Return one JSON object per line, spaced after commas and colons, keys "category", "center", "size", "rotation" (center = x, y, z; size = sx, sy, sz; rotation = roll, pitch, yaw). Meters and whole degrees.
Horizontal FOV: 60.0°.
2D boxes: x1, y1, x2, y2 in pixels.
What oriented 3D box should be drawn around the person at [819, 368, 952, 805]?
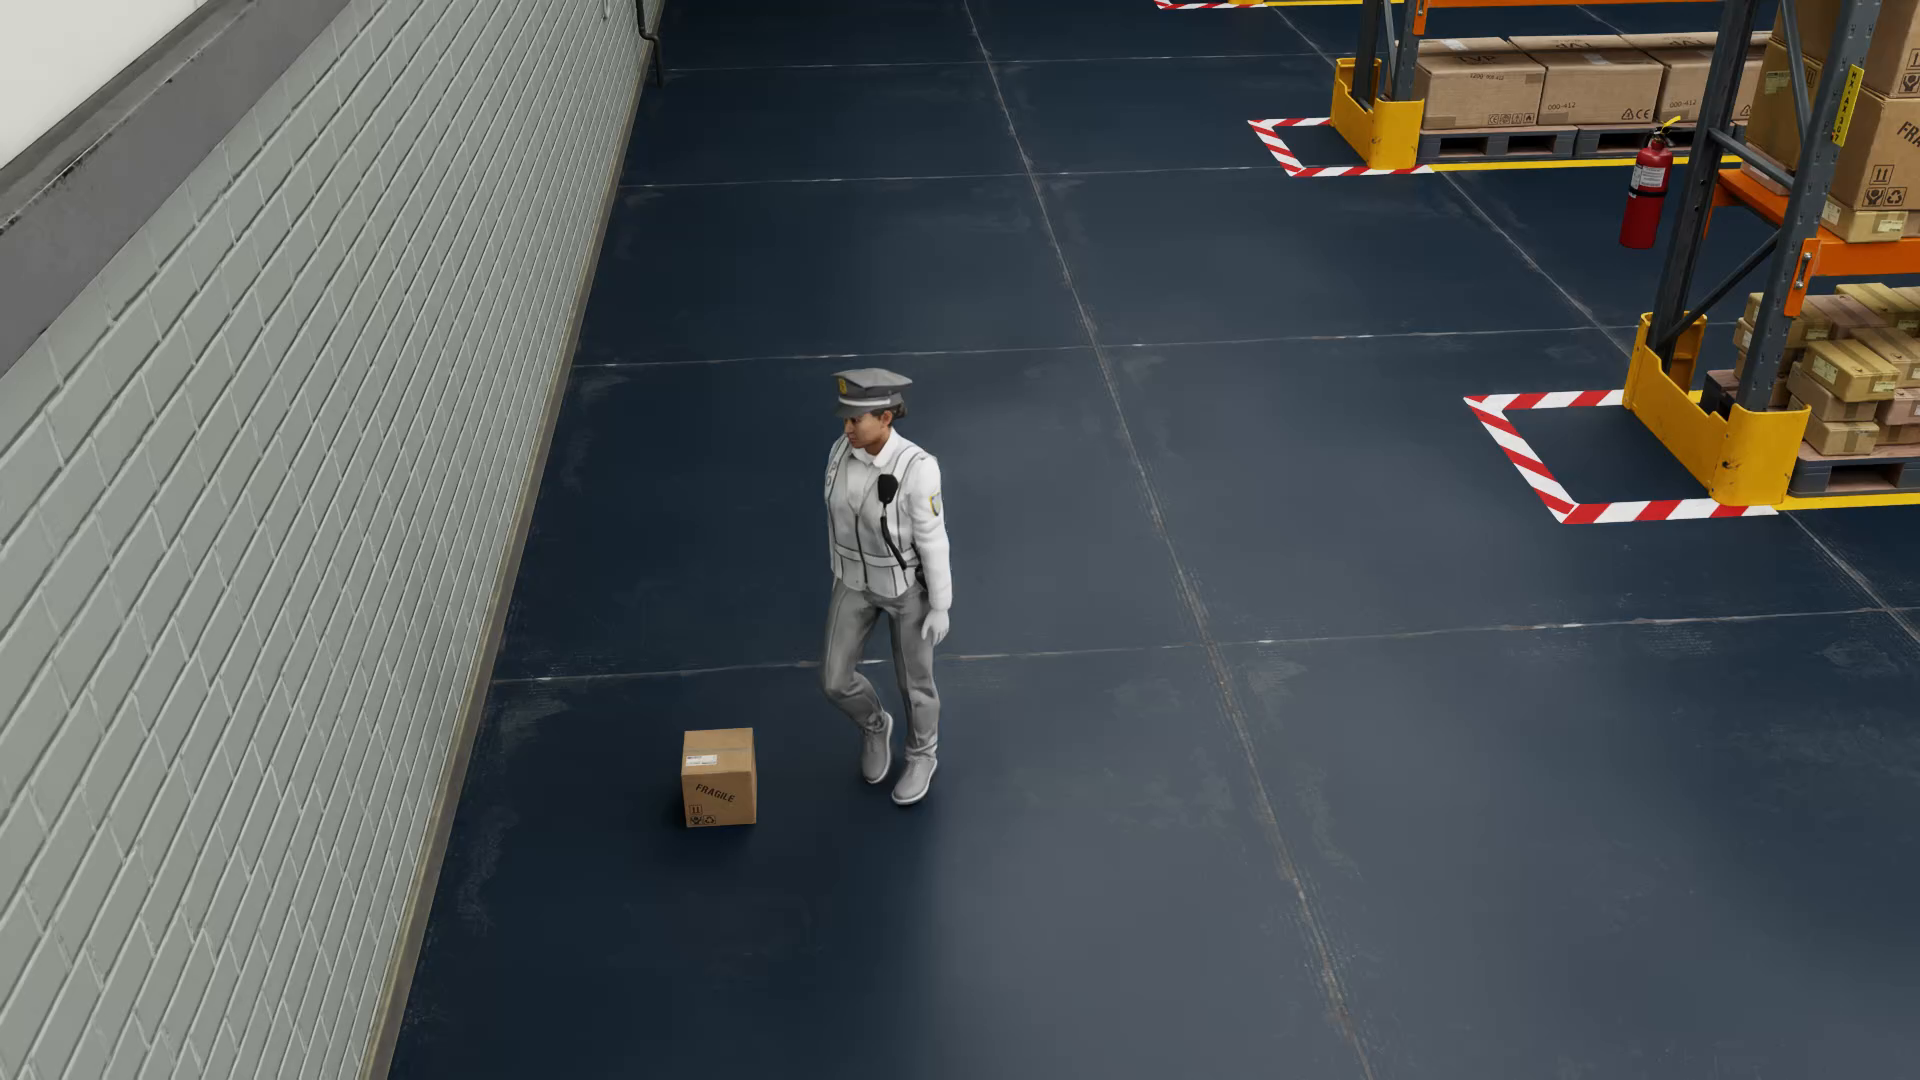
{"category": "person", "center": [-0.268, 0.188, 5.802], "size": [0.524, 1.673, 0.409], "rotation": [18, 35, 26]}
